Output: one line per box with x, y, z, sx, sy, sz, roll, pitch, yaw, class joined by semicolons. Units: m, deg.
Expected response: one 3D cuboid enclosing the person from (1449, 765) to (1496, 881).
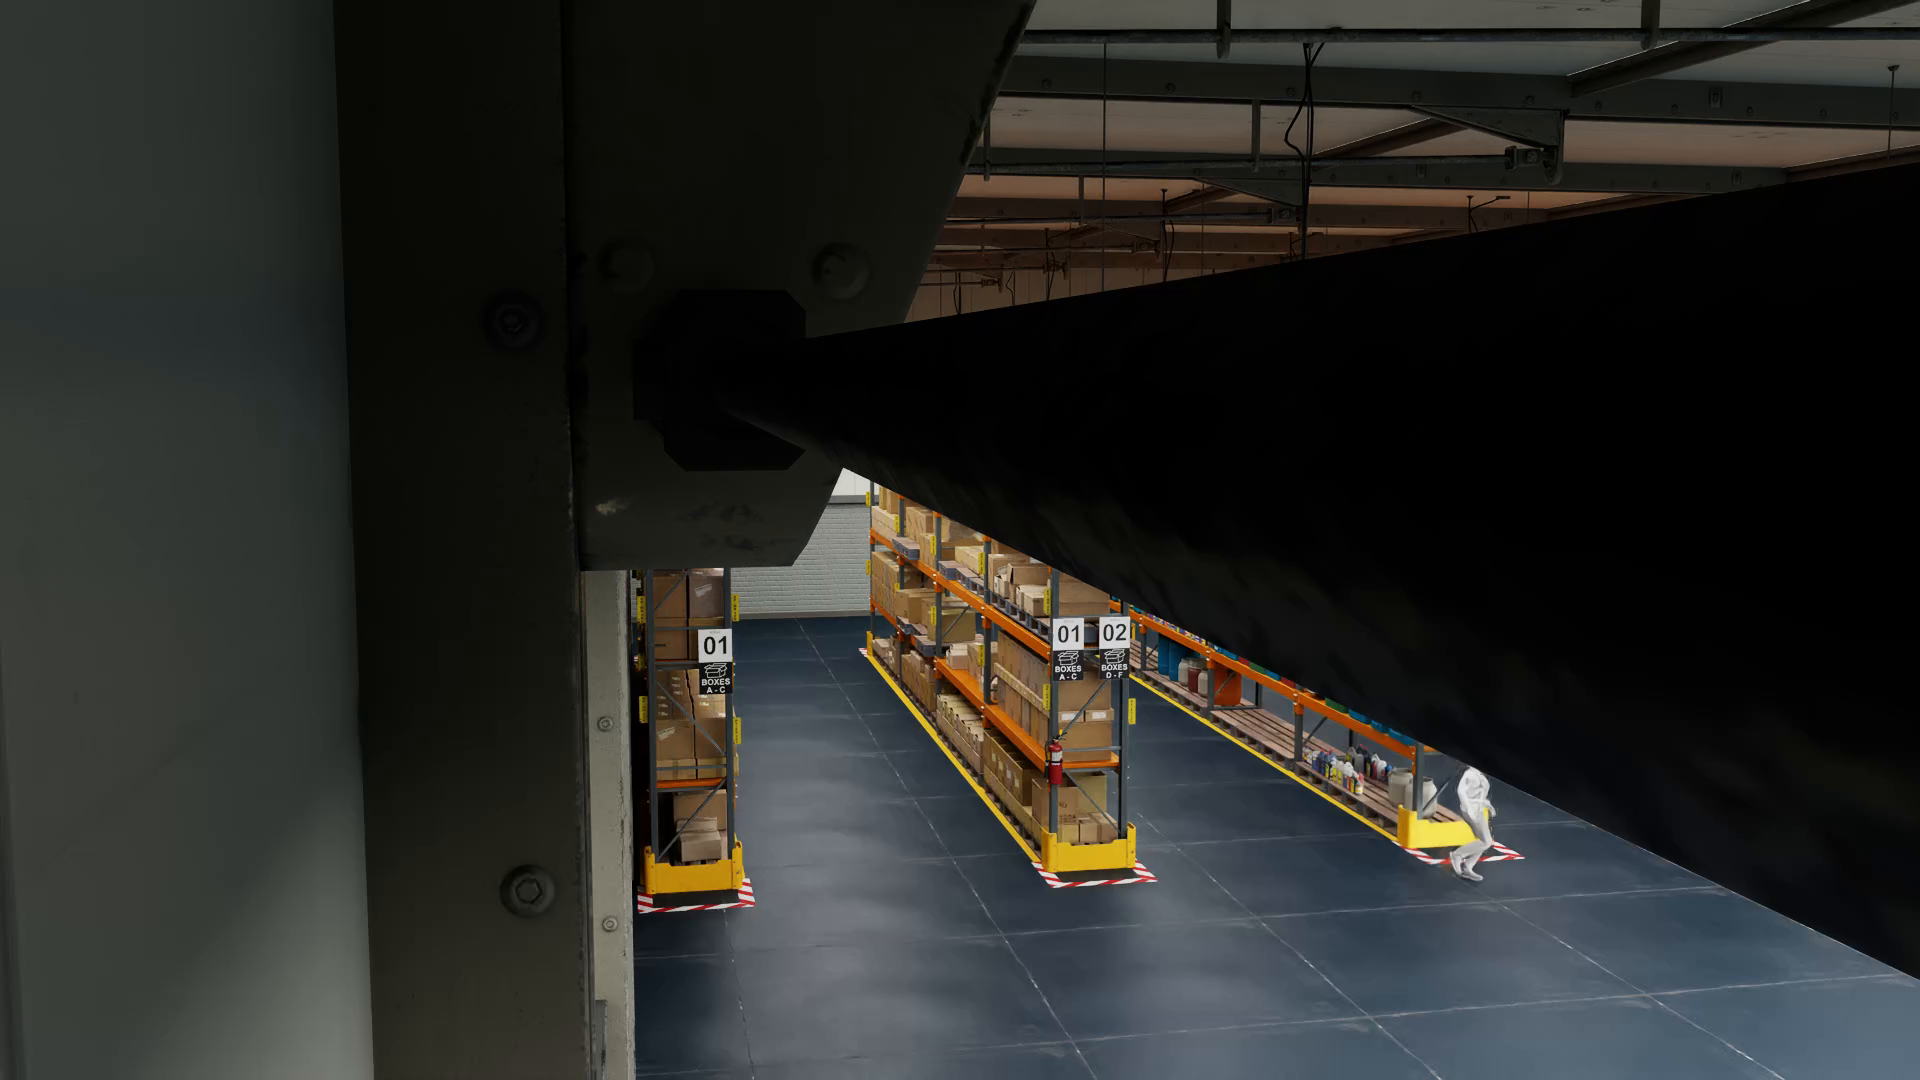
6.382;3.366;20.652;0.505;1.633;0.650;3;6;23;person
